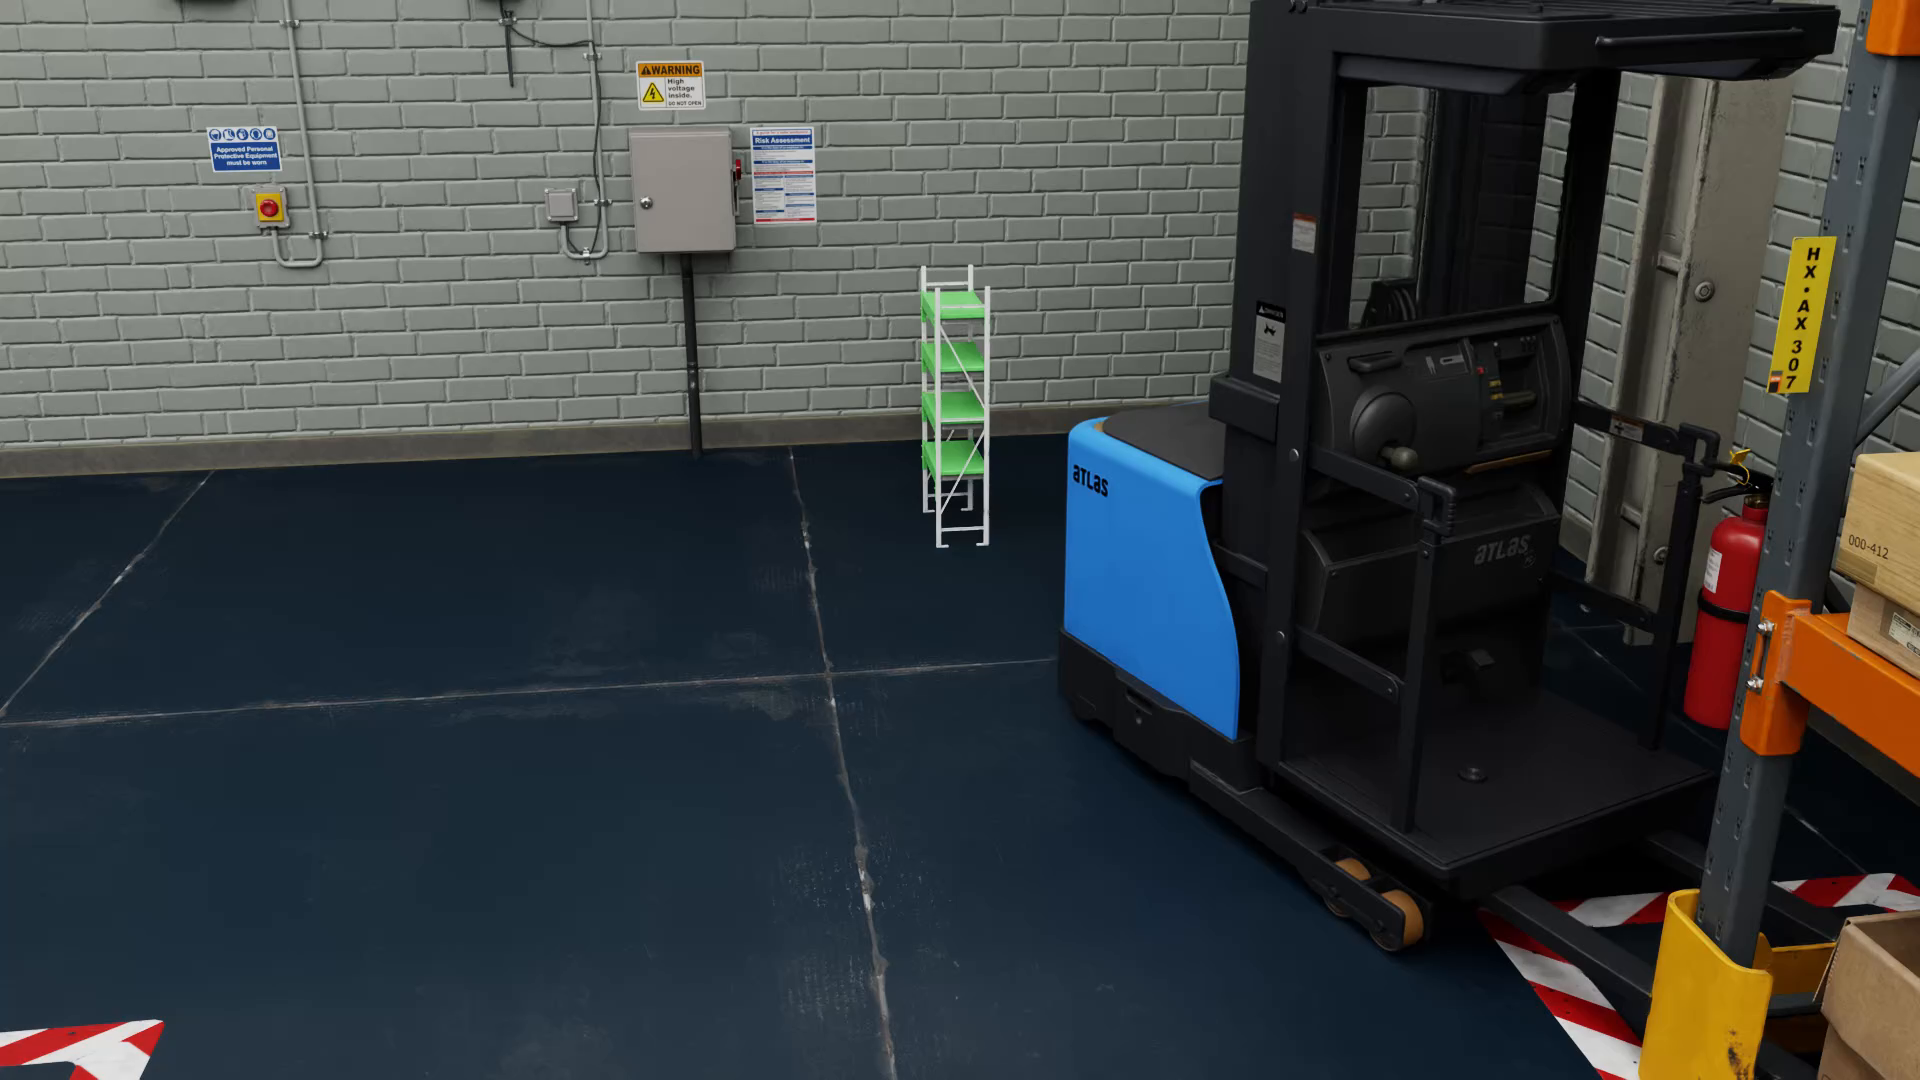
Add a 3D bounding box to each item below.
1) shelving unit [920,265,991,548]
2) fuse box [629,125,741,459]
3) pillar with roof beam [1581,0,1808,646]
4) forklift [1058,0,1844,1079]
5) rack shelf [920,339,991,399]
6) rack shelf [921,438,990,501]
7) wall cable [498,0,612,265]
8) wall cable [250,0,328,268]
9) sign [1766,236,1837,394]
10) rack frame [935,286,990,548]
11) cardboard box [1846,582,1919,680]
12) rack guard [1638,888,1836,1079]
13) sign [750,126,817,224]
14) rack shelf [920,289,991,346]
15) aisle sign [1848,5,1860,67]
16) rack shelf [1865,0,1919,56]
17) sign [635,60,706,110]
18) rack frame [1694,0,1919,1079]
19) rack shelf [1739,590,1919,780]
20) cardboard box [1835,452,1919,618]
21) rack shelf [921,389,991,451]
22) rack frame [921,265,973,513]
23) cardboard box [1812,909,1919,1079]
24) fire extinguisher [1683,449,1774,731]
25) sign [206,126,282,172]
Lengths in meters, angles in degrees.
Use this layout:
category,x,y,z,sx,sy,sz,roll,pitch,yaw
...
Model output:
category,x,y,z,sx,sy,sz,roll,pitch,yaw
shelving unit,-0.024,-0.619,7.660,0.258,1.200,0.503,-3,21,-8
fuse box,-1.374,-1.235,8.576,0.539,1.711,0.414,-3,21,-8
pillar with roof beam,-1.483,-3.656,4.642,9.100,9.000,0.400,-3,21,-8
forklift,1.513,-0.408,4.618,1.130,2.935,3.031,-11,23,-27
rack shelf,-0.024,-0.784,7.598,0.258,0.148,0.480,-3,21,-8
rack shelf,-0.024,-0.335,7.766,0.258,0.148,0.480,-3,21,-8
wall cable,-2.072,-2.334,8.227,0.588,1.984,0.122,-3,21,-8
wall cable,-3.474,-2.273,8.019,0.585,1.953,0.123,-3,21,-8
sign,1.737,-0.461,3.427,0.100,0.325,0.005,-3,21,-8
rack frame,0.011,-0.535,7.433,0.240,1.200,0.015,-3,21,-8
cardboard box,2.050,0.162,3.354,0.380,0.149,0.250,-3,21,-8
rack guard,2.285,1.114,4.019,1.175,0.500,0.348,-3,21,-8
sign,-0.915,-1.890,8.626,0.329,0.494,0.001,-3,21,-8
rack shelf,-0.024,-1.009,7.514,0.258,0.148,0.480,-3,21,-8
aisle sign,1.973,-1.310,3.221,0.394,0.787,0.004,-3,21,-8
rack shelf,2.562,-0.459,1.399,1.077,0.370,4.000,-3,21,-8
sign,-1.458,-2.294,8.391,0.339,0.242,0.001,-3,21,-8
rack frame,2.274,-0.083,3.652,1.000,3.000,0.127,-3,21,-8
rack shelf,2.562,0.946,1.924,1.077,0.370,4.000,-3,21,-8
cardboard box,2.072,0.018,3.169,0.500,0.250,0.500,-3,21,-7
rack shelf,-0.024,-0.560,7.682,0.258,0.148,0.480,-3,21,-8
rack frame,-0.059,-0.704,7.886,0.240,1.200,0.015,-3,21,-8
cardboard box,2.268,1.106,3.436,0.797,0.503,0.637,-4,21,-10
fire extinguisher,1.795,0.100,3.805,0.296,0.674,0.183,-3,21,-8
sign,-3.530,-1.928,8.205,0.327,0.218,0.001,-3,21,-8
